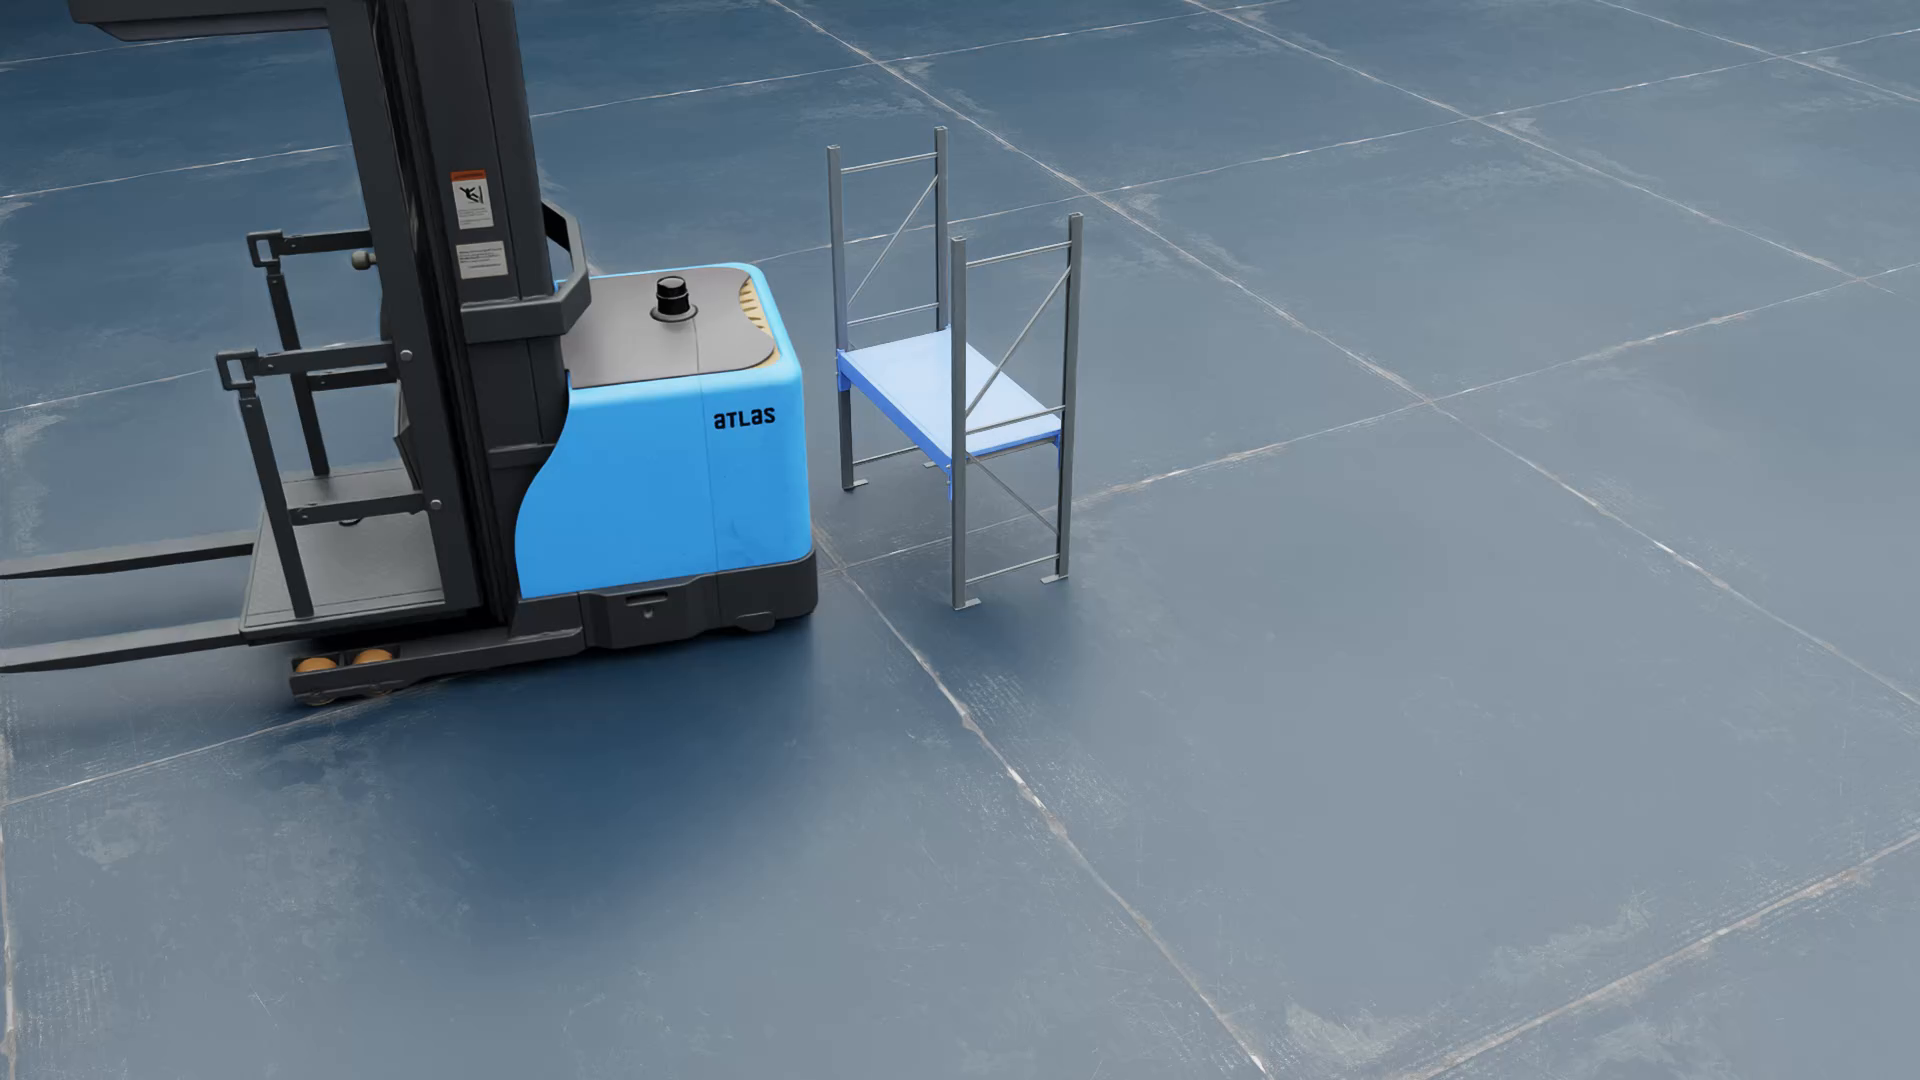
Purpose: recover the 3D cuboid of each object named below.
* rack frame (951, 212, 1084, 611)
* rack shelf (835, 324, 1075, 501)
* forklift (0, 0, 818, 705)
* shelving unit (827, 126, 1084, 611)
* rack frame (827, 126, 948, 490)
[{"bbox_3d":[0.197,-0.430,6.030,0.500,1.500,0.032,-16,36,-23],"label":"rack frame"},{"bbox_3d":[-0.040,-0.521,6.506,0.538,0.185,1.000,-16,36,-23],"label":"rack shelf"},{"bbox_3d":[-2.108,-0.970,5.546,3.031,2.935,1.130,-8,34,-12],"label":"forklift"},{"bbox_3d":[-0.040,-0.672,6.409,0.538,1.500,1.048,-16,36,-23],"label":"shelving unit"},{"bbox_3d":[-0.277,-0.915,6.788,0.500,1.500,0.032,-16,36,-23],"label":"rack frame"}]
